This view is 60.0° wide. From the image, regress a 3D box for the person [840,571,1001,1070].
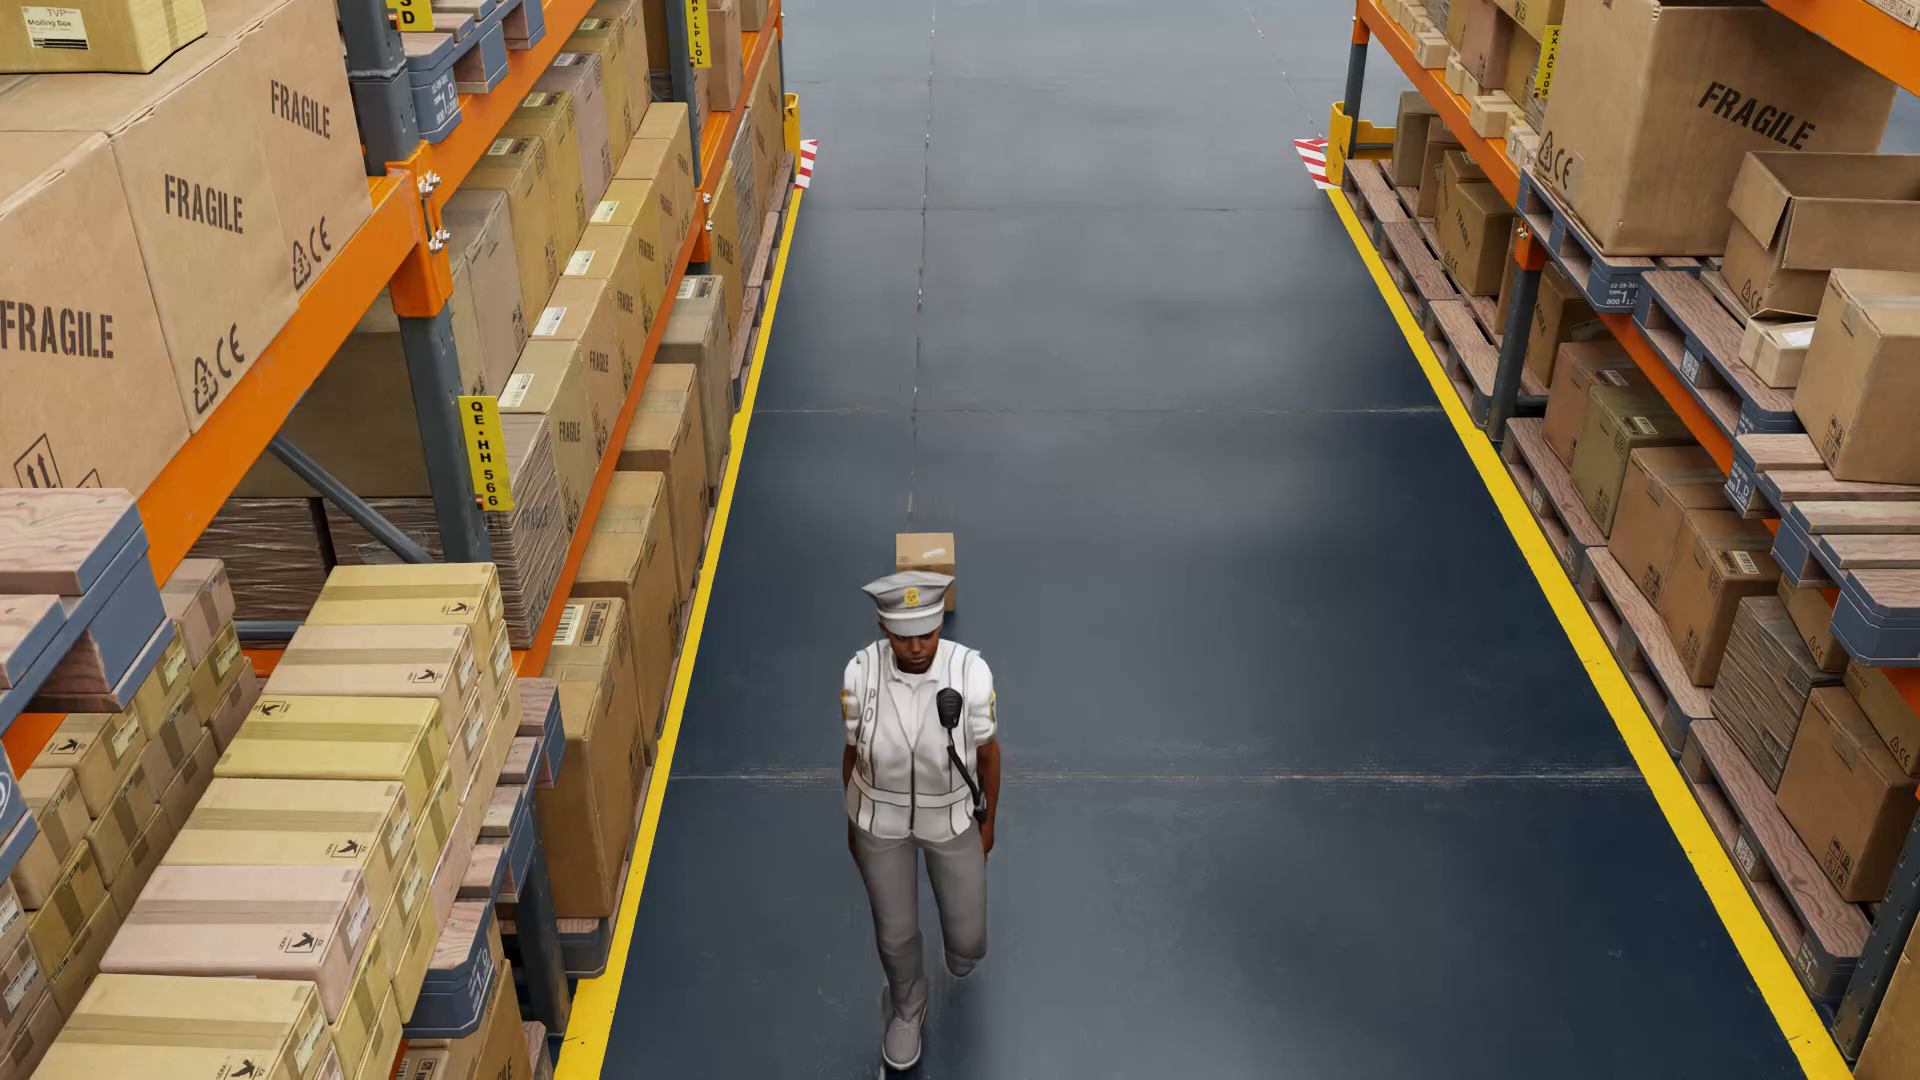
[{"bbox_3d":[-0.108,0.767,4.821,0.448,1.676,0.533,2,32,3],"label":"person"}]
